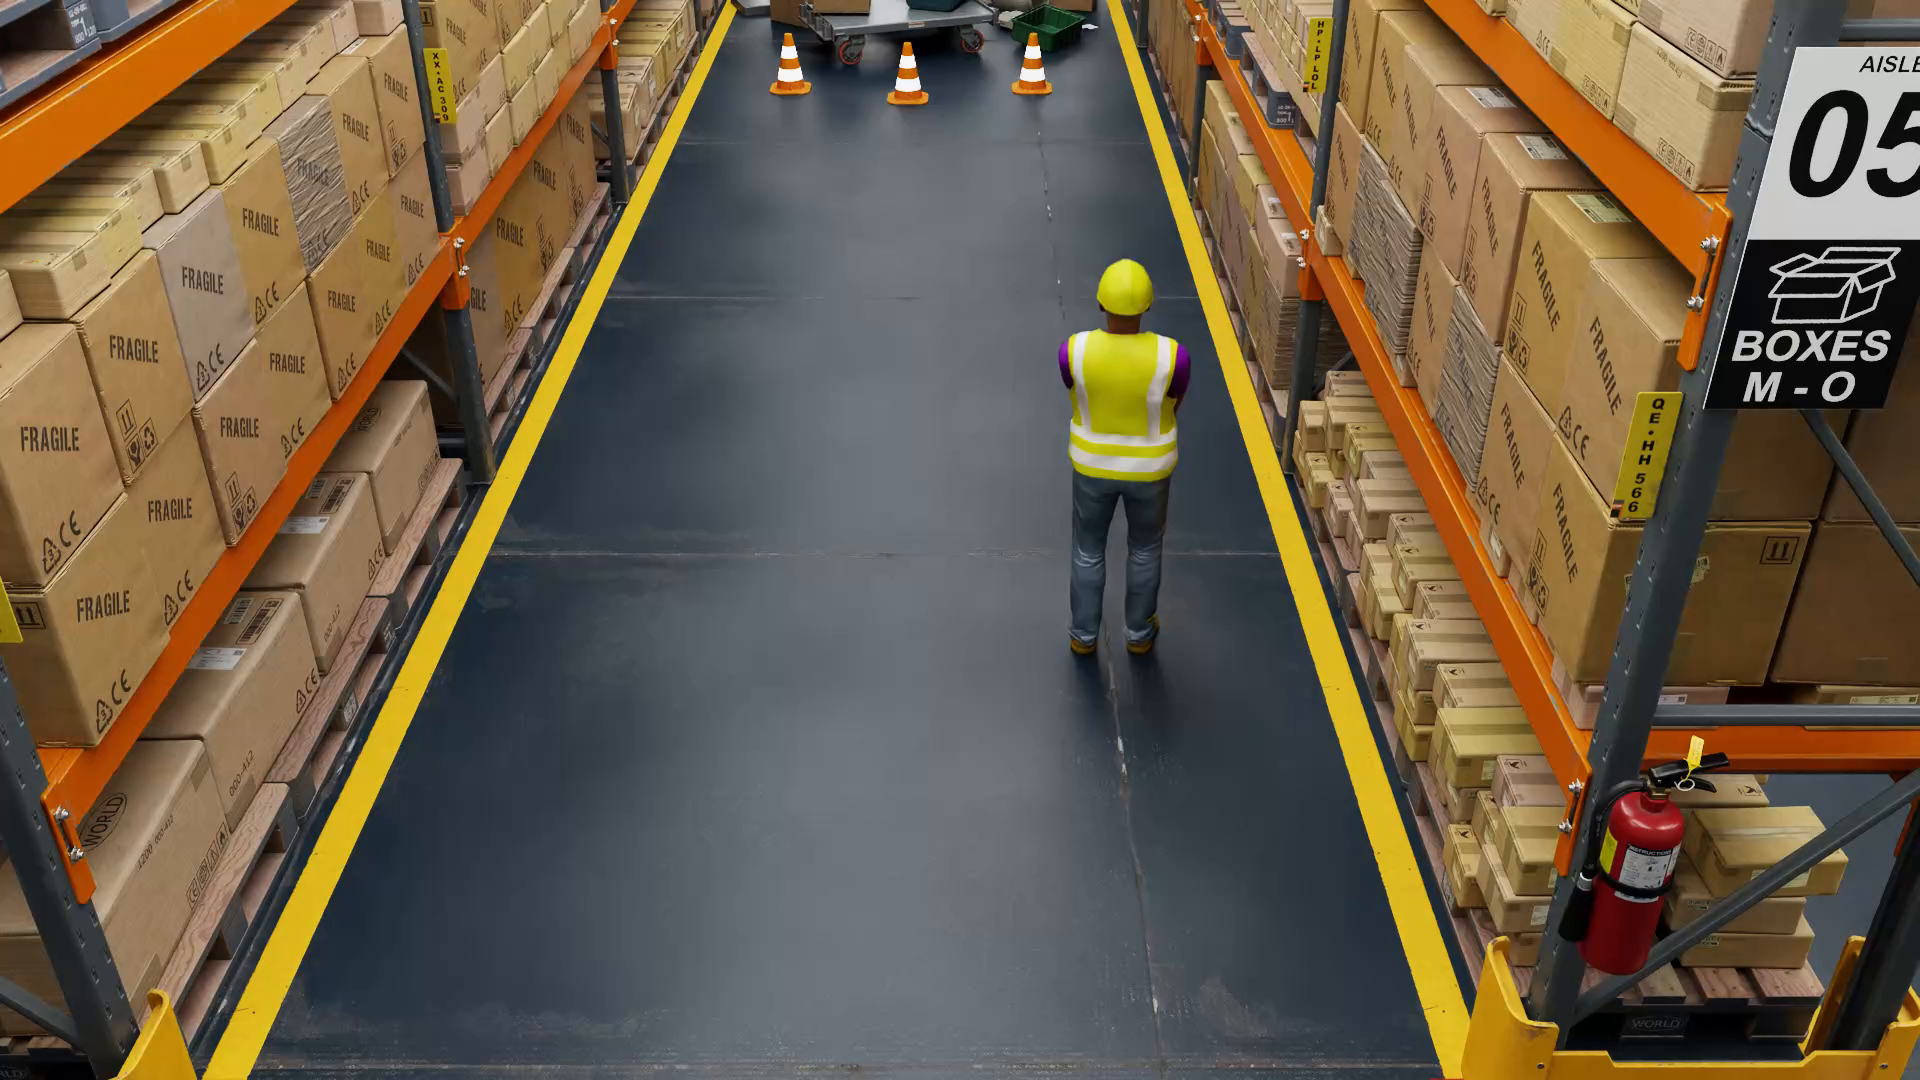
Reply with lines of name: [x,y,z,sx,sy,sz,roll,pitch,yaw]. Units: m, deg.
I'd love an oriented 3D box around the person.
person: [0.648,-0.351,6.693,0.502,1.761,0.577,5,32,8]
